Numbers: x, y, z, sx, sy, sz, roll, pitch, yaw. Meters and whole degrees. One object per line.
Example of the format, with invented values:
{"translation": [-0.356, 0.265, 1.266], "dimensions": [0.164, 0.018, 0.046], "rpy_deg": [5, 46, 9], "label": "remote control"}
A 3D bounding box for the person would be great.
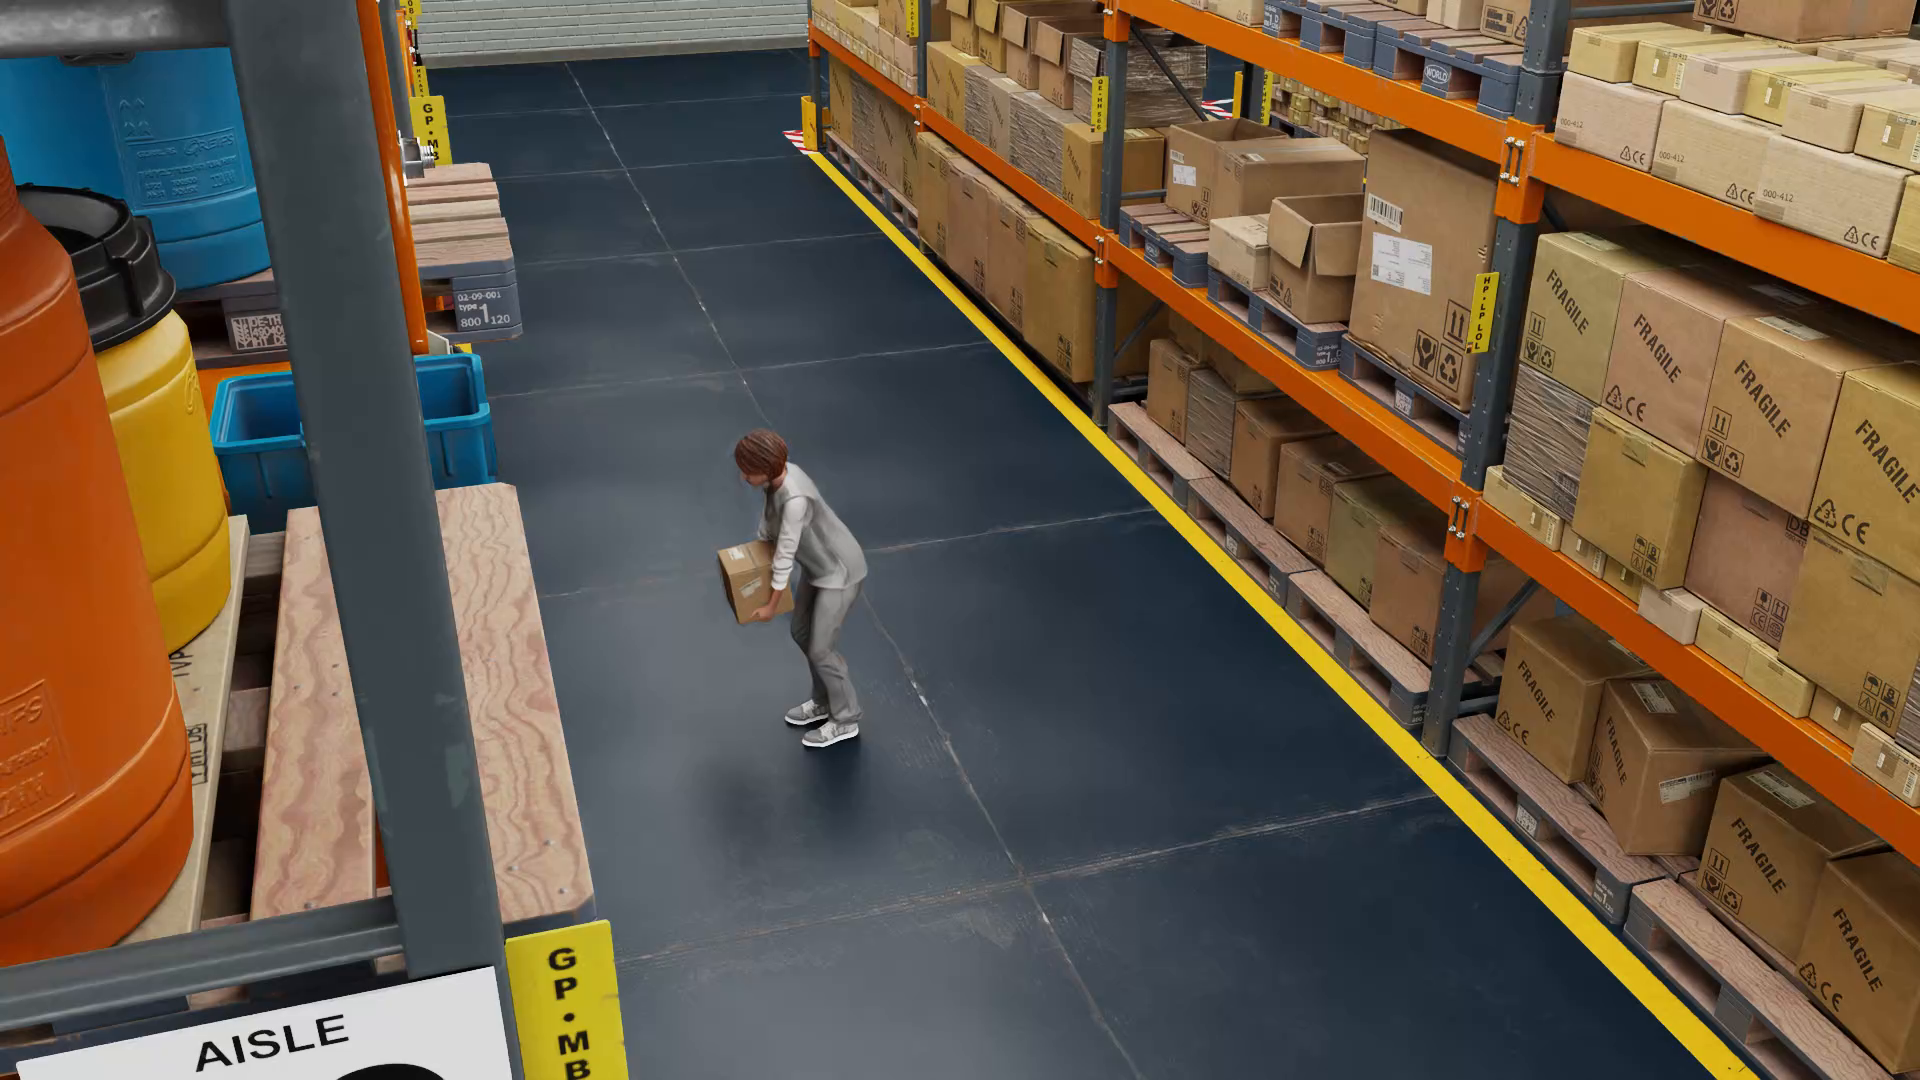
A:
{"translation": [-0.686, 0.200, 7.318], "dimensions": [0.558, 1.523, 0.372], "rpy_deg": [-9, 28, -17], "label": "person"}
